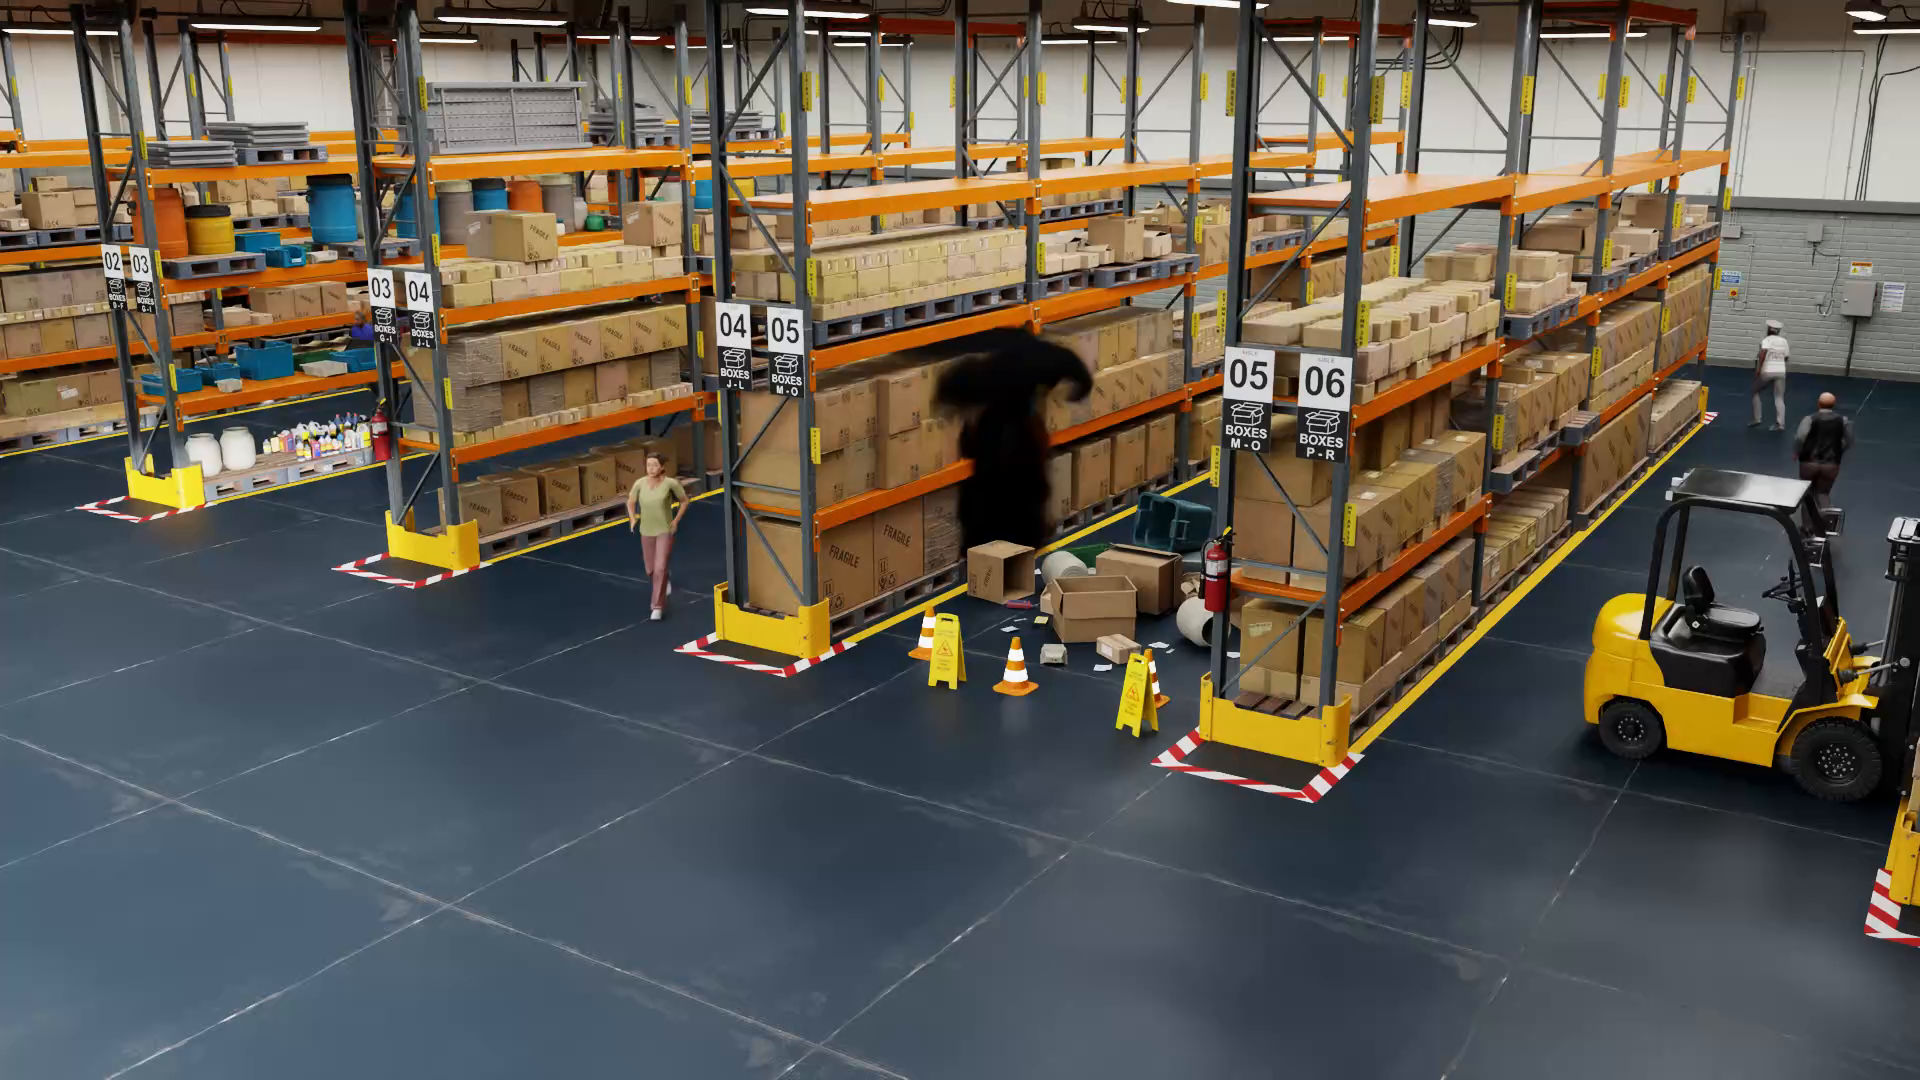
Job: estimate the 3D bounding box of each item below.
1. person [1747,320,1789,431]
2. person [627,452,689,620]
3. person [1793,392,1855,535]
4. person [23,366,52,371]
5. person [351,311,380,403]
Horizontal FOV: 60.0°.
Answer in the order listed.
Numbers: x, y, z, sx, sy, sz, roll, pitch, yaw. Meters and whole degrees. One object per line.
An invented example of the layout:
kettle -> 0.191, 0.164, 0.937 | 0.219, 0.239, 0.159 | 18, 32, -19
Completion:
person -> 12.174, -2.451, 24.969 | 0.577, 1.647, 0.934 | 1, 16, 3
person -> -2.973, -0.089, 16.429 | 0.602, 1.630, 0.804 | 1, 16, 3
person -> 9.968, -0.858, 19.241 | 0.658, 1.670, 0.679 | 4, 16, 13
person -> -14.466, -2.796, 26.135 | 0.689, 1.701, 0.916 | 0, 16, -1
person -> -9.575, -2.907, 27.020 | 0.565, 1.433, 0.718 | 3, 16, 9
